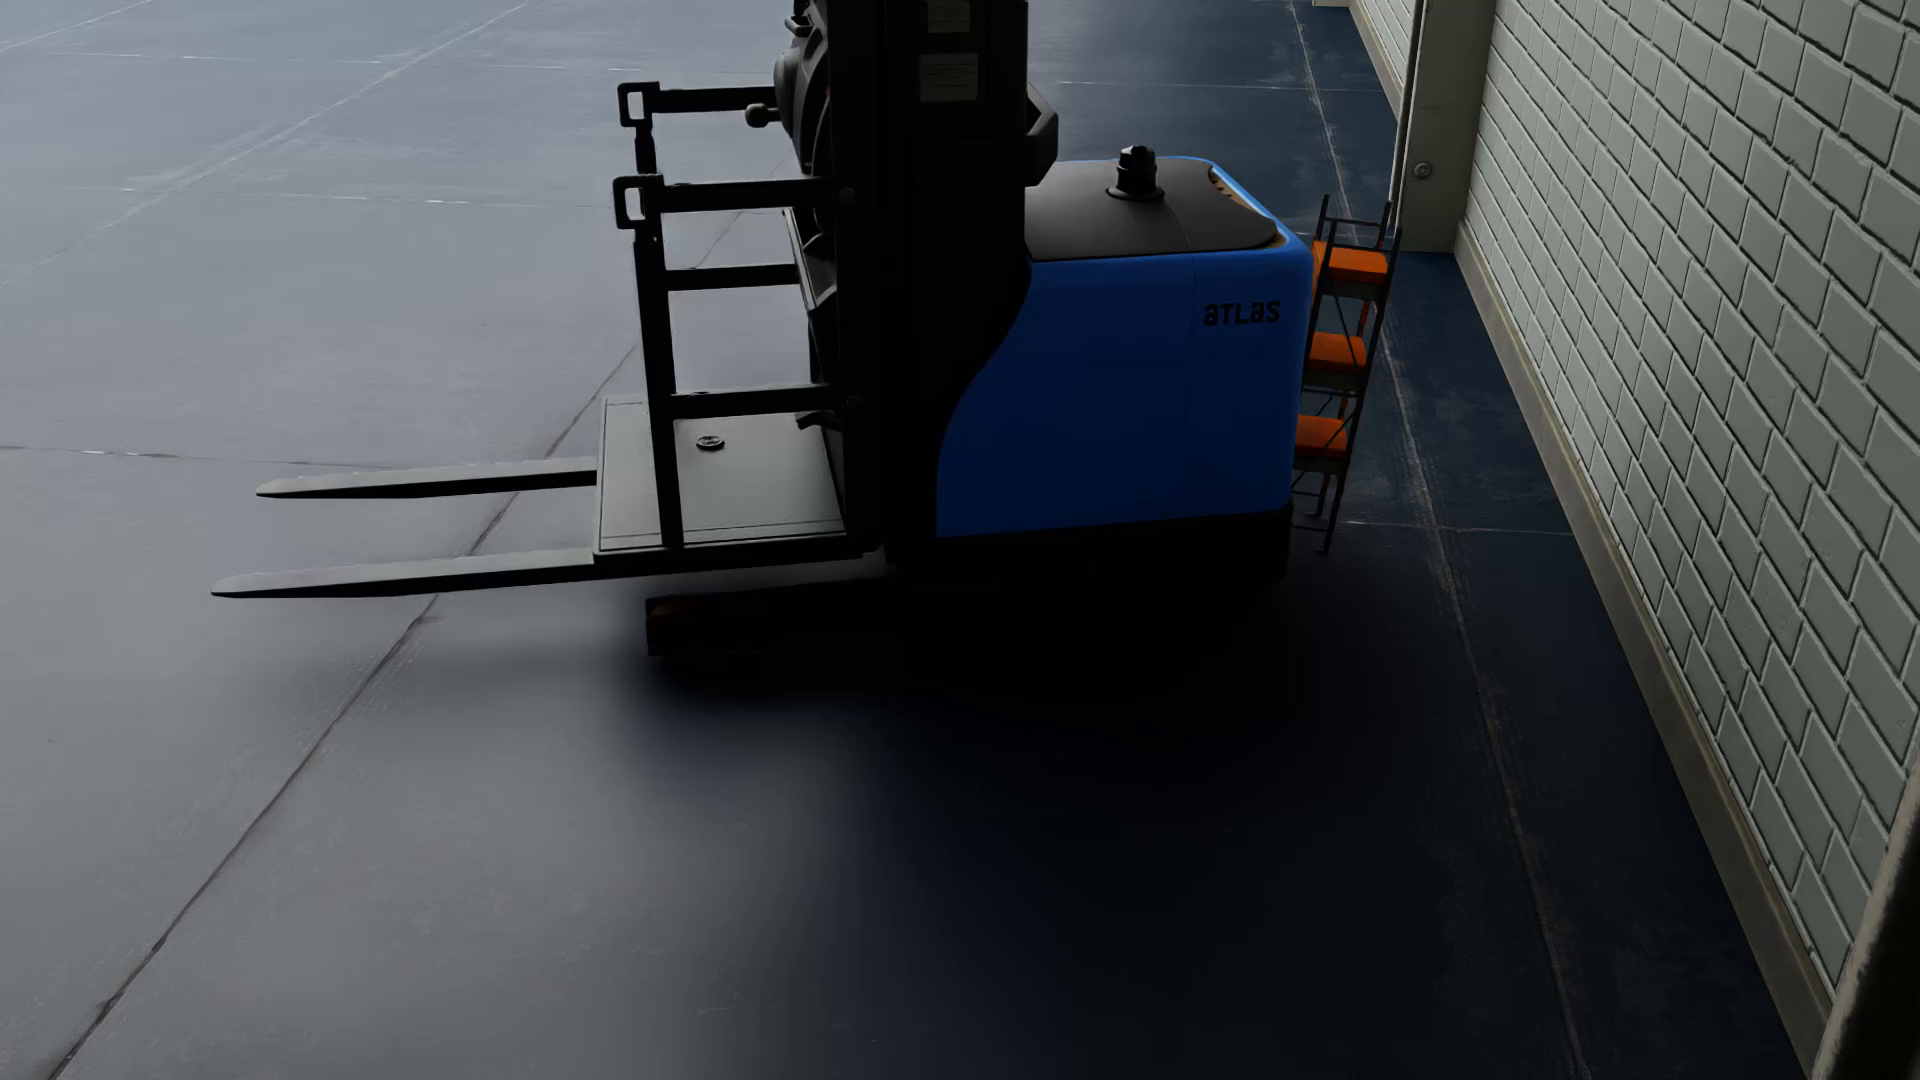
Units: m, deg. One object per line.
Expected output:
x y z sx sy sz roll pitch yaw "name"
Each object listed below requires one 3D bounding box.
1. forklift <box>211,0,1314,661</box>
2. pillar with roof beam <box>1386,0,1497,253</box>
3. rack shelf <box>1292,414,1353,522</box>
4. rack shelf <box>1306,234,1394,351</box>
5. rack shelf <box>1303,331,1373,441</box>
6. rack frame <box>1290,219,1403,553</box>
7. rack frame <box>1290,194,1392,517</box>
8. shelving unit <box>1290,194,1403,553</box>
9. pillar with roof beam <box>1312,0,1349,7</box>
-0.597 -1.224 4.432 3.031 2.935 1.130 -5 29 -8 "forklift"
-2.071 -5.648 6.246 9.100 9.000 0.400 3 28 6 "pillar with roof beam"
1.080 -0.238 5.172 0.215 0.259 0.240 7 29 2 "rack shelf"
1.134 -0.728 4.902 0.215 0.259 0.240 7 29 2 "rack shelf"
1.107 -0.480 5.038 0.215 0.259 0.240 7 29 2 "rack shelf"
1.096 -0.432 4.926 0.200 1.050 0.008 7 29 2 "rack frame"
1.119 -0.547 5.140 0.200 1.050 0.008 7 29 2 "rack frame"
1.108 -0.490 5.033 0.215 1.050 0.252 7 29 2 "shelving unit"
-1.335 -8.472 11.488 9.100 9.000 0.400 3 28 6 "pillar with roof beam"
